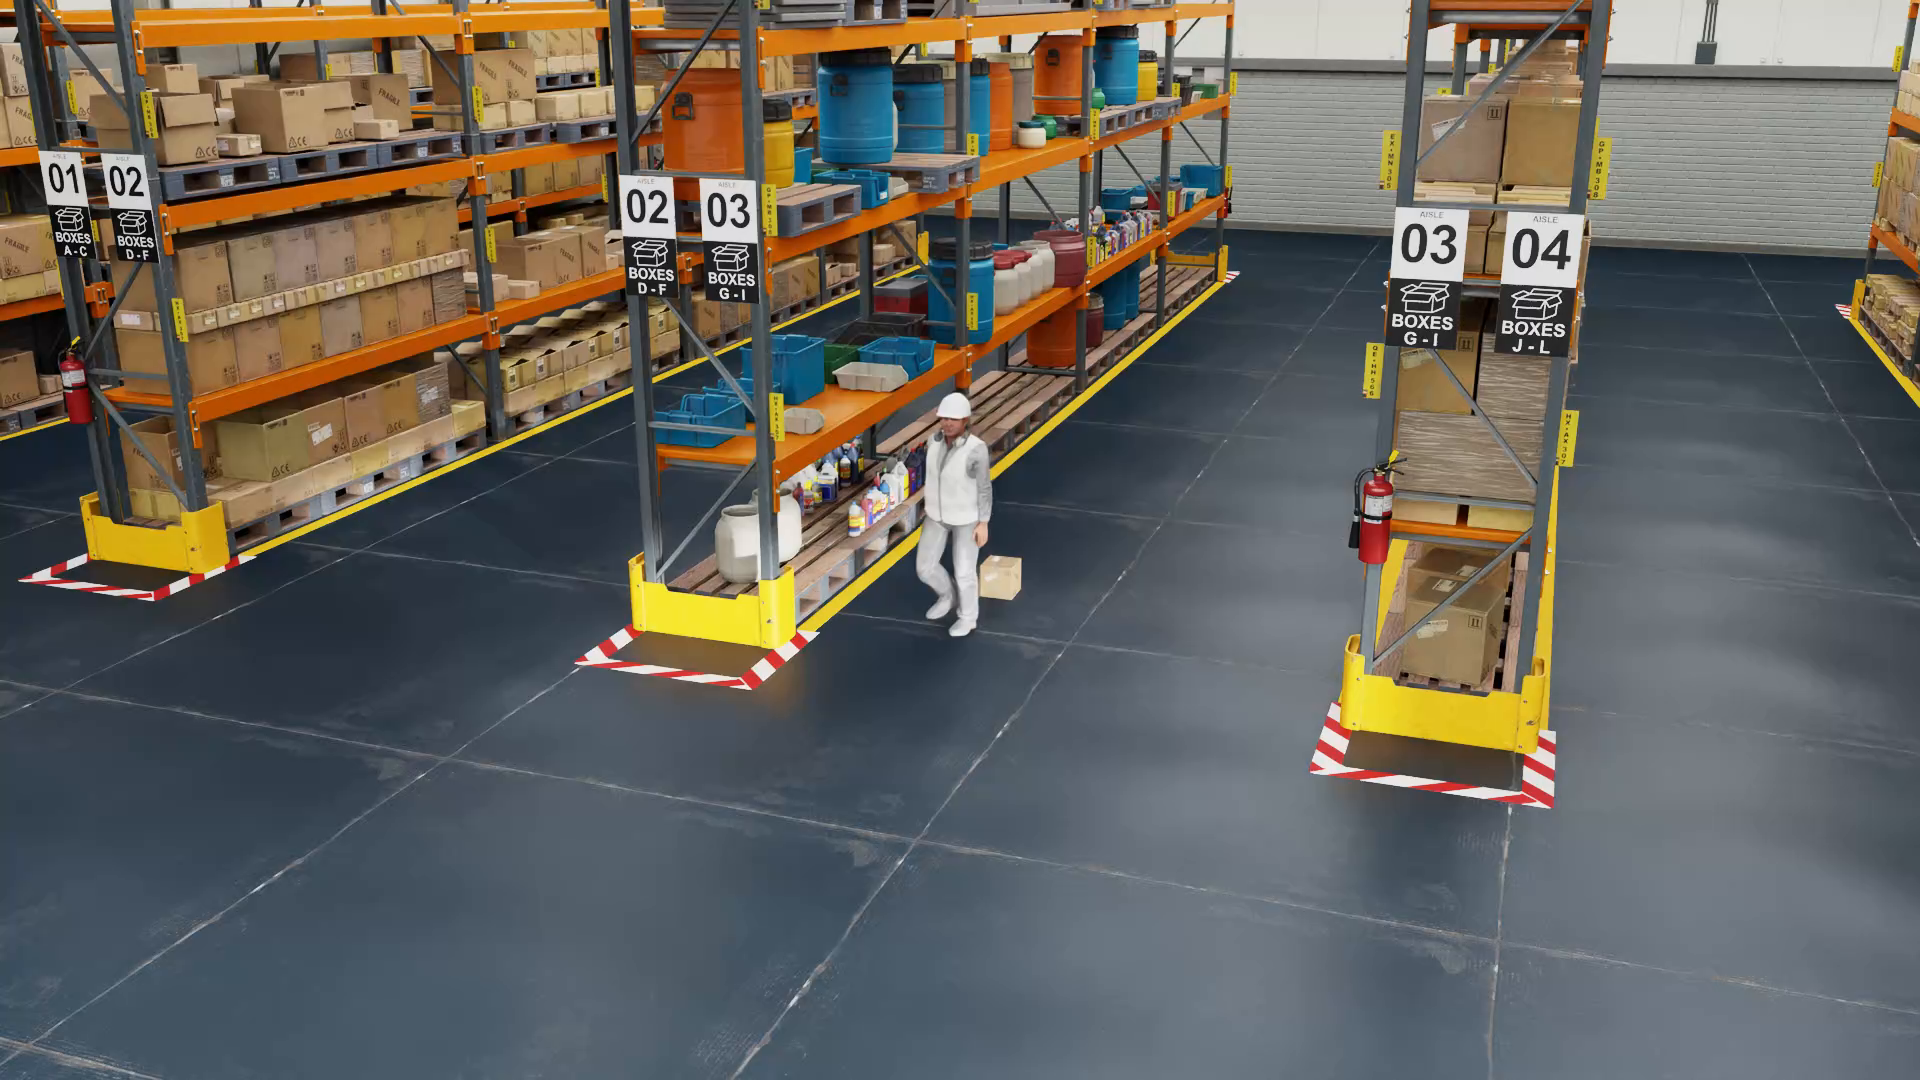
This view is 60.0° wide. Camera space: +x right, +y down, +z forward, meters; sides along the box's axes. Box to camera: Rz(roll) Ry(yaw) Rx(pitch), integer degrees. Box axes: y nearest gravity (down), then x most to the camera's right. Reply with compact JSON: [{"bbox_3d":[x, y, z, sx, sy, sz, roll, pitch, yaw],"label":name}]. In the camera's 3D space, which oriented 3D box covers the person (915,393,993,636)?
[{"bbox_3d":[-0.024,-0.170,11.480,0.568,1.761,0.474,12,22,31],"label":"person"}]
